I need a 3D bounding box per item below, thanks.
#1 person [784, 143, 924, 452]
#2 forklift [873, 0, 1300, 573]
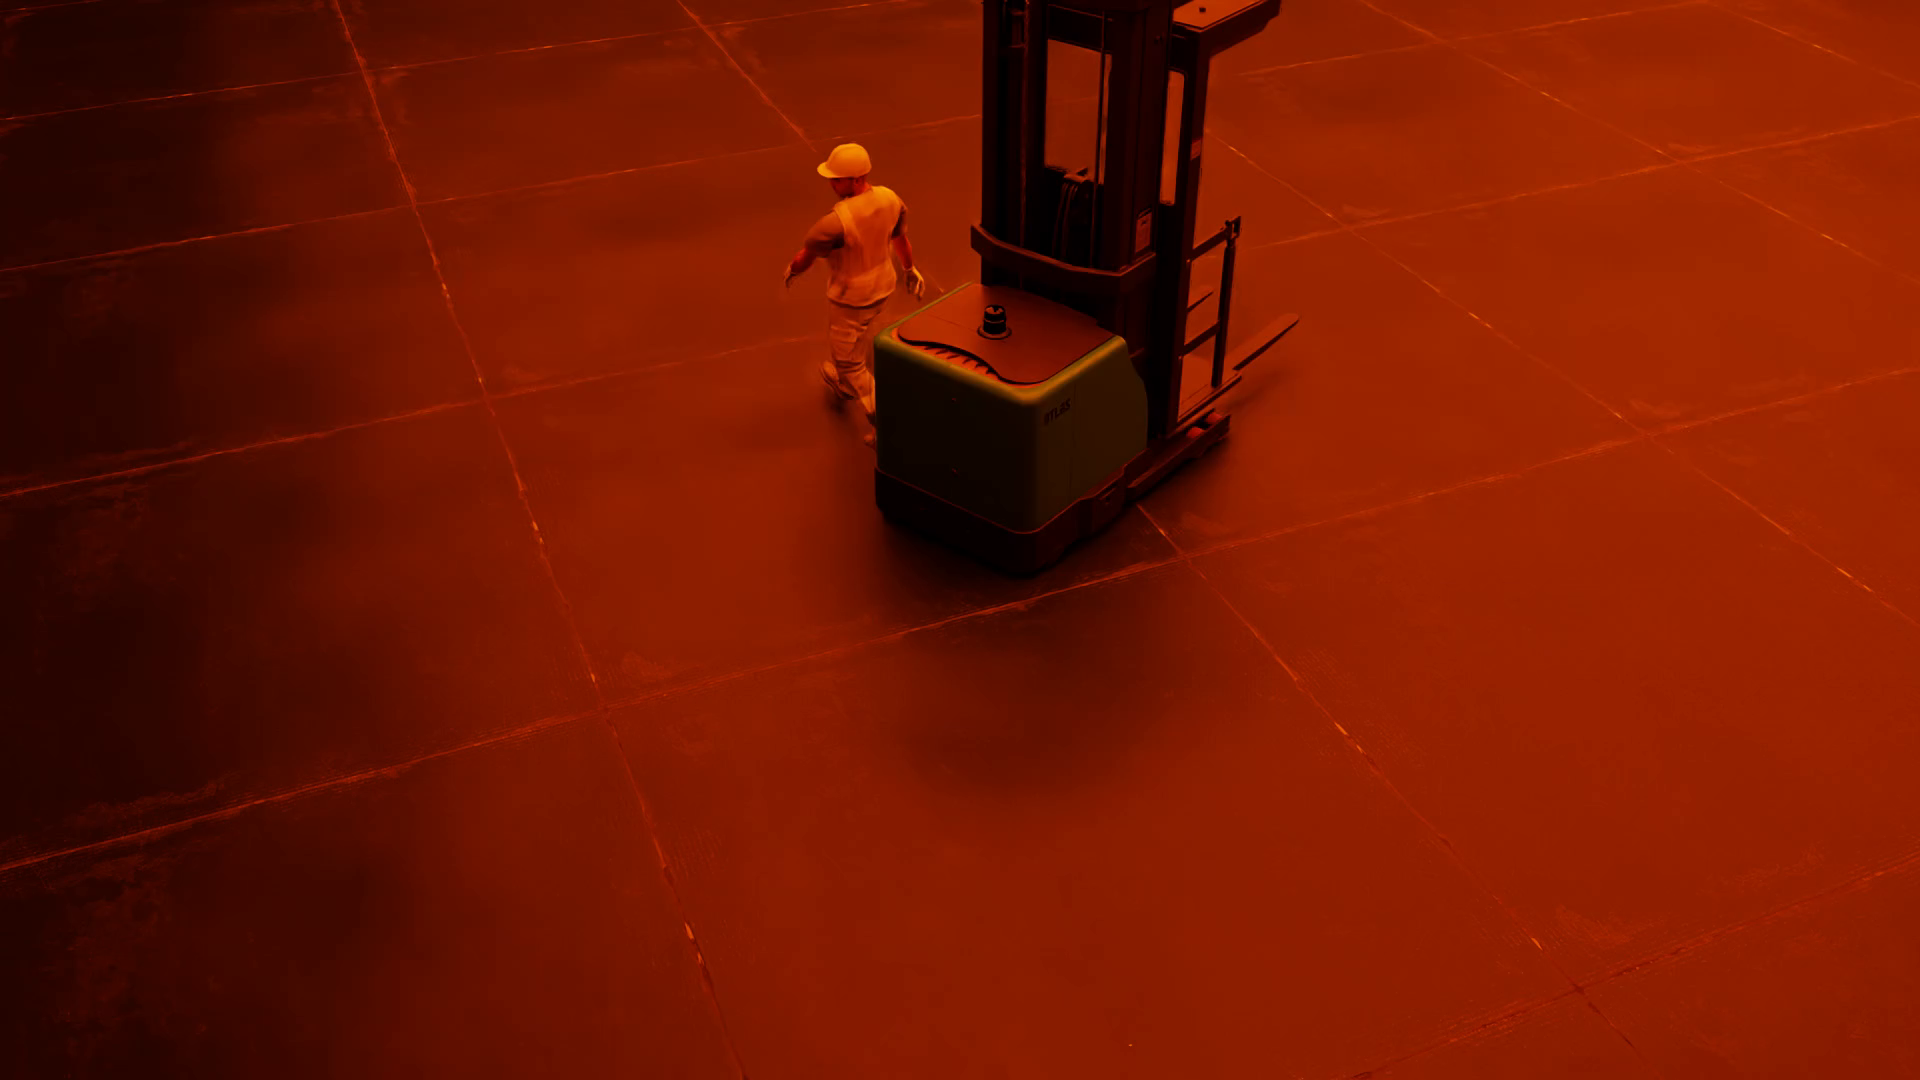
[{"bbox_3d":[-0.559,-1.400,9.136,0.891,1.727,0.707,23,41,29],"label":"person"},{"bbox_3d":[0.870,-1.820,8.658,1.130,2.935,3.031,25,42,31],"label":"forklift"}]
